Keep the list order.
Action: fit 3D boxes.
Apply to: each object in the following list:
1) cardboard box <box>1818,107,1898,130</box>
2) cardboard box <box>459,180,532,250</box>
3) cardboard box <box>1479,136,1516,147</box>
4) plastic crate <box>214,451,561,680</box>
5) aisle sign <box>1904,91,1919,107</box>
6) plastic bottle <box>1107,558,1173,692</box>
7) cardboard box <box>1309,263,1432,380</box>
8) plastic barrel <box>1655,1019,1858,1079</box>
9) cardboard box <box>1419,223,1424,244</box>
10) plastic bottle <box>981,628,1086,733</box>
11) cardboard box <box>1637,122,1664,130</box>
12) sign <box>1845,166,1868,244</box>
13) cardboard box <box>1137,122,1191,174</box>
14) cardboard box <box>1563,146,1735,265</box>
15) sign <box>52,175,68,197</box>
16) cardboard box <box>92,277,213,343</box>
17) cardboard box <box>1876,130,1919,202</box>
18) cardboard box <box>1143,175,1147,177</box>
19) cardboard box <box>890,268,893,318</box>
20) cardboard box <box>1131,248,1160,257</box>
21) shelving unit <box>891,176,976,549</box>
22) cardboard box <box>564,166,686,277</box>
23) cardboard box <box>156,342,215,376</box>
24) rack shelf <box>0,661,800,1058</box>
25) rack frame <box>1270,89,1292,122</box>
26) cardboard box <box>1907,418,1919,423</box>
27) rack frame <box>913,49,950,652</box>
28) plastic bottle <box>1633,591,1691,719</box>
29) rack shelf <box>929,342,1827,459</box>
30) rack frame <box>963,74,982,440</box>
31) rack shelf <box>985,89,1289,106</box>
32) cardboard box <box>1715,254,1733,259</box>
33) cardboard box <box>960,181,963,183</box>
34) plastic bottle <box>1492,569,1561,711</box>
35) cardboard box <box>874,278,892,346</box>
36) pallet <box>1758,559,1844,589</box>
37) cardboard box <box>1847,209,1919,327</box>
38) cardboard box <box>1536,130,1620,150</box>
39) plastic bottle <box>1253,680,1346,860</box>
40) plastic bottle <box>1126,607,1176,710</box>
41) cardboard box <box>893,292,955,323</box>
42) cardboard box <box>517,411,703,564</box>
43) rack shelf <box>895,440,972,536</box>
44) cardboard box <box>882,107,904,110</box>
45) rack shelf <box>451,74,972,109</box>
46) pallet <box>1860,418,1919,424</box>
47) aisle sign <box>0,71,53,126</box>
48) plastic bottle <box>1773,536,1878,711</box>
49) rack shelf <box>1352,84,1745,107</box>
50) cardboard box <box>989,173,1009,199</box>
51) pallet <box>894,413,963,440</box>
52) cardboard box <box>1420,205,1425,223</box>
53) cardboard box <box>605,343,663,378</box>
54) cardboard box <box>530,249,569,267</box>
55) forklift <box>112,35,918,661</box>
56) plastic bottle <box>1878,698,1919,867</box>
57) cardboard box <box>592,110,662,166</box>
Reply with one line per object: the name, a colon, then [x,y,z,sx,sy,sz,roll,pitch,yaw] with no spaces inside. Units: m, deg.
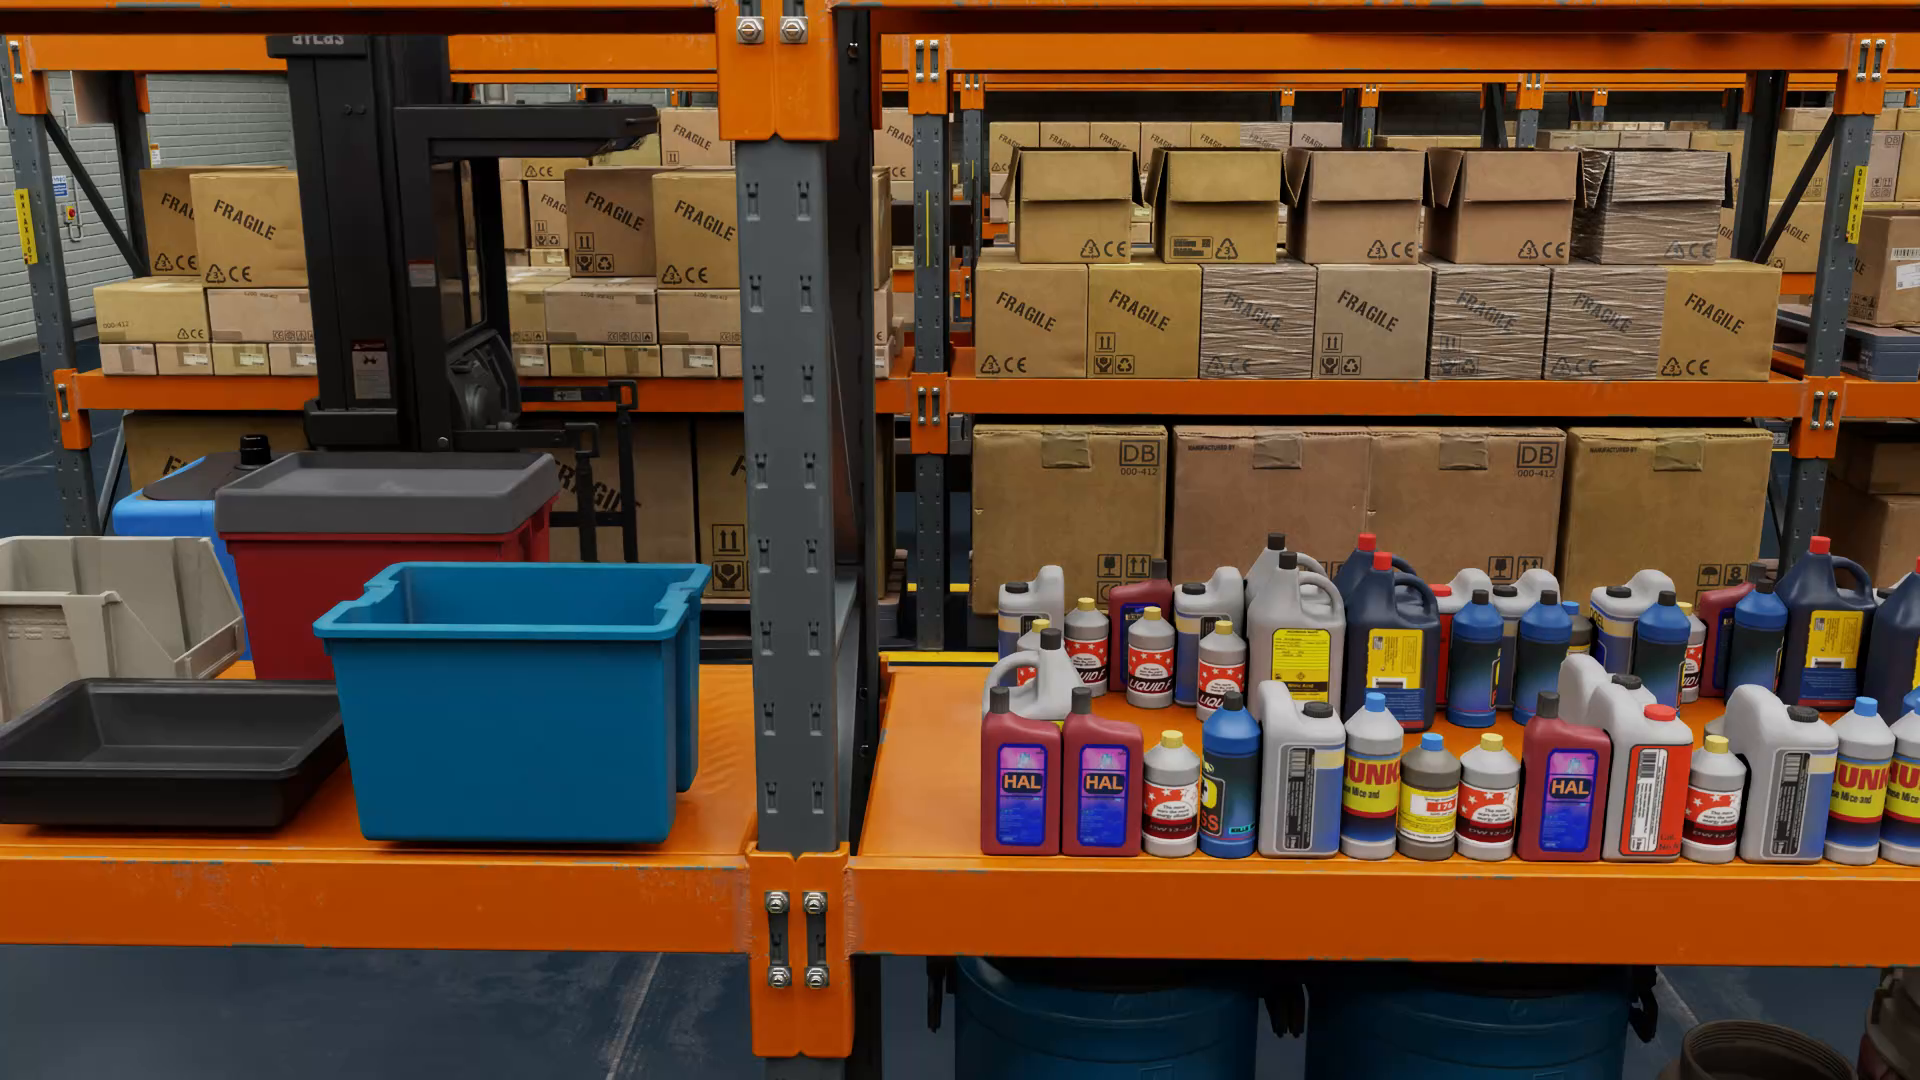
cardboard box: [9.067,-4.134,16.889,0.500,0.500,0.700,0,15,2]
cardboard box: [-3.458,-2.459,12.502,0.500,0.500,0.500,1,15,4]
cardboard box: [5.620,-3.881,17.069,0.500,0.500,0.500,1,15,2]
plastic crate: [-1.141,0.083,3.401,0.583,0.464,0.402,0,15,1]
aisle sign: [12.302,-5.947,21.404,0.004,0.787,0.394,0,15,1]
plastic bottle: [0.380,0.179,3.509,0.133,0.283,0.061,0,15,1]
cardboard box: [1.845,-1.023,7.642,0.500,0.500,0.500,1,15,2]
plastic barrel: [1.559,1.252,3.269,0.421,0.512,0.421,0,15,0]
cardboard box: [3.345,-2.258,12.187,0.250,0.149,0.380,0,15,1]
plastic bottle: [0.129,0.322,2.836,0.185,0.351,0.144,0,15,1]
cardboard box: [6.966,-4.181,16.932,0.250,0.149,0.380,0,15,0]
sign: [3.859,-1.442,7.157,0.005,0.325,0.100,0,15,1]
cardboard box: [2.085,-4.031,17.083,0.500,0.500,0.500,0,15,1]
cardboard box: [3.140,-1.566,7.734,0.637,0.503,0.797,1,15,3]
sign: [-9.574,-3.753,17.655,0.001,0.218,0.327,0,15,1]
cardboard box: [-3.654,-1.075,7.747,0.500,0.250,0.500,0,15,0]
cardboard box: [7.086,-2.799,12.411,0.500,0.500,0.700,0,15,0]
cardboard box: [1.541,-2.723,12.784,0.250,0.149,0.380,0,15,0]
cardboard box: [-0.591,-1.191,8.186,0.500,0.250,0.500,0,15,0]
cardboard box: [0.841,-1.160,8.161,0.500,0.500,0.500,1,15,3]
shelving unit: [-0.165,-1.016,9.576,0.503,2.100,0.431,0,15,1]
cardboard box: [-1.613,-1.560,8.113,0.500,0.500,0.500,0,15,0]
cardboard box: [-3.524,-0.867,7.738,0.250,0.149,0.380,0,15,1]
rack shelf: [-2.254,0.548,3.294,4.000,0.370,1.077,0,15,1]
rack frame: [4.247,-4.817,22.218,0.127,3.000,1.000,0,15,1]
cardboard box: [7.474,-1.359,12.696,0.750,0.750,1.050,0,15,1]
rack frame: [-0.128,-1.050,7.940,0.127,3.000,1.000,0,15,1]
plastic bottle: [1.399,0.235,3.320,0.097,0.271,0.097,0,15,0]
rack shelf: [1.871,-0.689,7.983,4.000,0.370,1.077,0,15,1]
rack frame: [0.099,-2.314,12.732,0.127,3.000,1.000,0,15,1]
rack shelf: [2.247,-5.933,21.977,4.000,0.370,1.077,0,15,1]
cardboard box: [3.391,-1.145,8.104,0.500,0.500,0.500,1,15,3]
cardboard box: [-0.081,-4.794,22.622,0.250,0.149,0.380,0,15,2]
plastic bottle: [1.151,0.200,3.446,0.135,0.276,0.152,0,15,1]
cardboard box: [-0.576,-1.057,7.679,0.500,0.250,0.500,0,15,0]
pallet: [4.652,0.330,8.176,1.213,0.211,1.003,0,15,1]
cardboard box: [4.411,-1.282,7.800,0.500,0.500,0.500,-1,15,-5]
cardboard box: [4.547,-2.815,12.472,0.500,0.500,0.700,0,15,1]
plastic bottle: [0.564,0.376,2.780,0.135,0.276,0.152,0,15,1]
plastic bottle: [0.396,0.239,3.442,0.097,0.201,0.097,0,15,0]
cardboard box: [-0.500,-2.573,17.912,0.875,0.438,0.875,0,15,1]
cardboard box: [-1.686,-0.256,8.274,0.875,0.875,0.875,0,15,1]
rack shelf: [-0.165,-0.326,9.758,0.480,0.518,0.431,0,15,1]
cardboard box: [-0.701,-4.377,17.123,0.250,0.149,0.380,0,15,1]
rack shelf: [-1.900,-3.430,12.490,4.000,0.370,1.077,0,15,1]
pallet: [7.323,-0.900,12.836,1.213,0.211,1.003,0,15,1]
aisle sign: [-4.207,-2.257,7.419,0.004,0.787,0.394,0,15,1]
plastic bottle: [1.774,0.167,3.425,0.185,0.351,0.144,0,15,1]
rack shelf: [6.123,-4.641,17.080,4.000,0.370,1.077,0,15,1]
cardboard box: [0.557,-3.672,17.191,0.500,0.250,0.500,0,15,0]
pallet: [-0.573,-0.961,13.070,1.213,0.211,1.003,0,15,1]
cardboard box: [3.326,-2.402,12.151,0.250,0.149,0.380,1,15,4]
cardboard box: [-1.470,-0.854,7.688,0.250,0.149,0.380,1,15,2]
cardboard box: [-3.061,-2.127,12.513,0.250,0.149,0.380,0,15,0]
forklift: [-1.685,-0.655,6.577,3.031,2.935,1.130,-1,15,-2]
plastic bottle: [1.568,0.391,2.729,0.097,0.271,0.097,0,15,0]
cardboard box: [-2.433,-2.935,12.344,0.500,0.500,0.500,0,15,0]
